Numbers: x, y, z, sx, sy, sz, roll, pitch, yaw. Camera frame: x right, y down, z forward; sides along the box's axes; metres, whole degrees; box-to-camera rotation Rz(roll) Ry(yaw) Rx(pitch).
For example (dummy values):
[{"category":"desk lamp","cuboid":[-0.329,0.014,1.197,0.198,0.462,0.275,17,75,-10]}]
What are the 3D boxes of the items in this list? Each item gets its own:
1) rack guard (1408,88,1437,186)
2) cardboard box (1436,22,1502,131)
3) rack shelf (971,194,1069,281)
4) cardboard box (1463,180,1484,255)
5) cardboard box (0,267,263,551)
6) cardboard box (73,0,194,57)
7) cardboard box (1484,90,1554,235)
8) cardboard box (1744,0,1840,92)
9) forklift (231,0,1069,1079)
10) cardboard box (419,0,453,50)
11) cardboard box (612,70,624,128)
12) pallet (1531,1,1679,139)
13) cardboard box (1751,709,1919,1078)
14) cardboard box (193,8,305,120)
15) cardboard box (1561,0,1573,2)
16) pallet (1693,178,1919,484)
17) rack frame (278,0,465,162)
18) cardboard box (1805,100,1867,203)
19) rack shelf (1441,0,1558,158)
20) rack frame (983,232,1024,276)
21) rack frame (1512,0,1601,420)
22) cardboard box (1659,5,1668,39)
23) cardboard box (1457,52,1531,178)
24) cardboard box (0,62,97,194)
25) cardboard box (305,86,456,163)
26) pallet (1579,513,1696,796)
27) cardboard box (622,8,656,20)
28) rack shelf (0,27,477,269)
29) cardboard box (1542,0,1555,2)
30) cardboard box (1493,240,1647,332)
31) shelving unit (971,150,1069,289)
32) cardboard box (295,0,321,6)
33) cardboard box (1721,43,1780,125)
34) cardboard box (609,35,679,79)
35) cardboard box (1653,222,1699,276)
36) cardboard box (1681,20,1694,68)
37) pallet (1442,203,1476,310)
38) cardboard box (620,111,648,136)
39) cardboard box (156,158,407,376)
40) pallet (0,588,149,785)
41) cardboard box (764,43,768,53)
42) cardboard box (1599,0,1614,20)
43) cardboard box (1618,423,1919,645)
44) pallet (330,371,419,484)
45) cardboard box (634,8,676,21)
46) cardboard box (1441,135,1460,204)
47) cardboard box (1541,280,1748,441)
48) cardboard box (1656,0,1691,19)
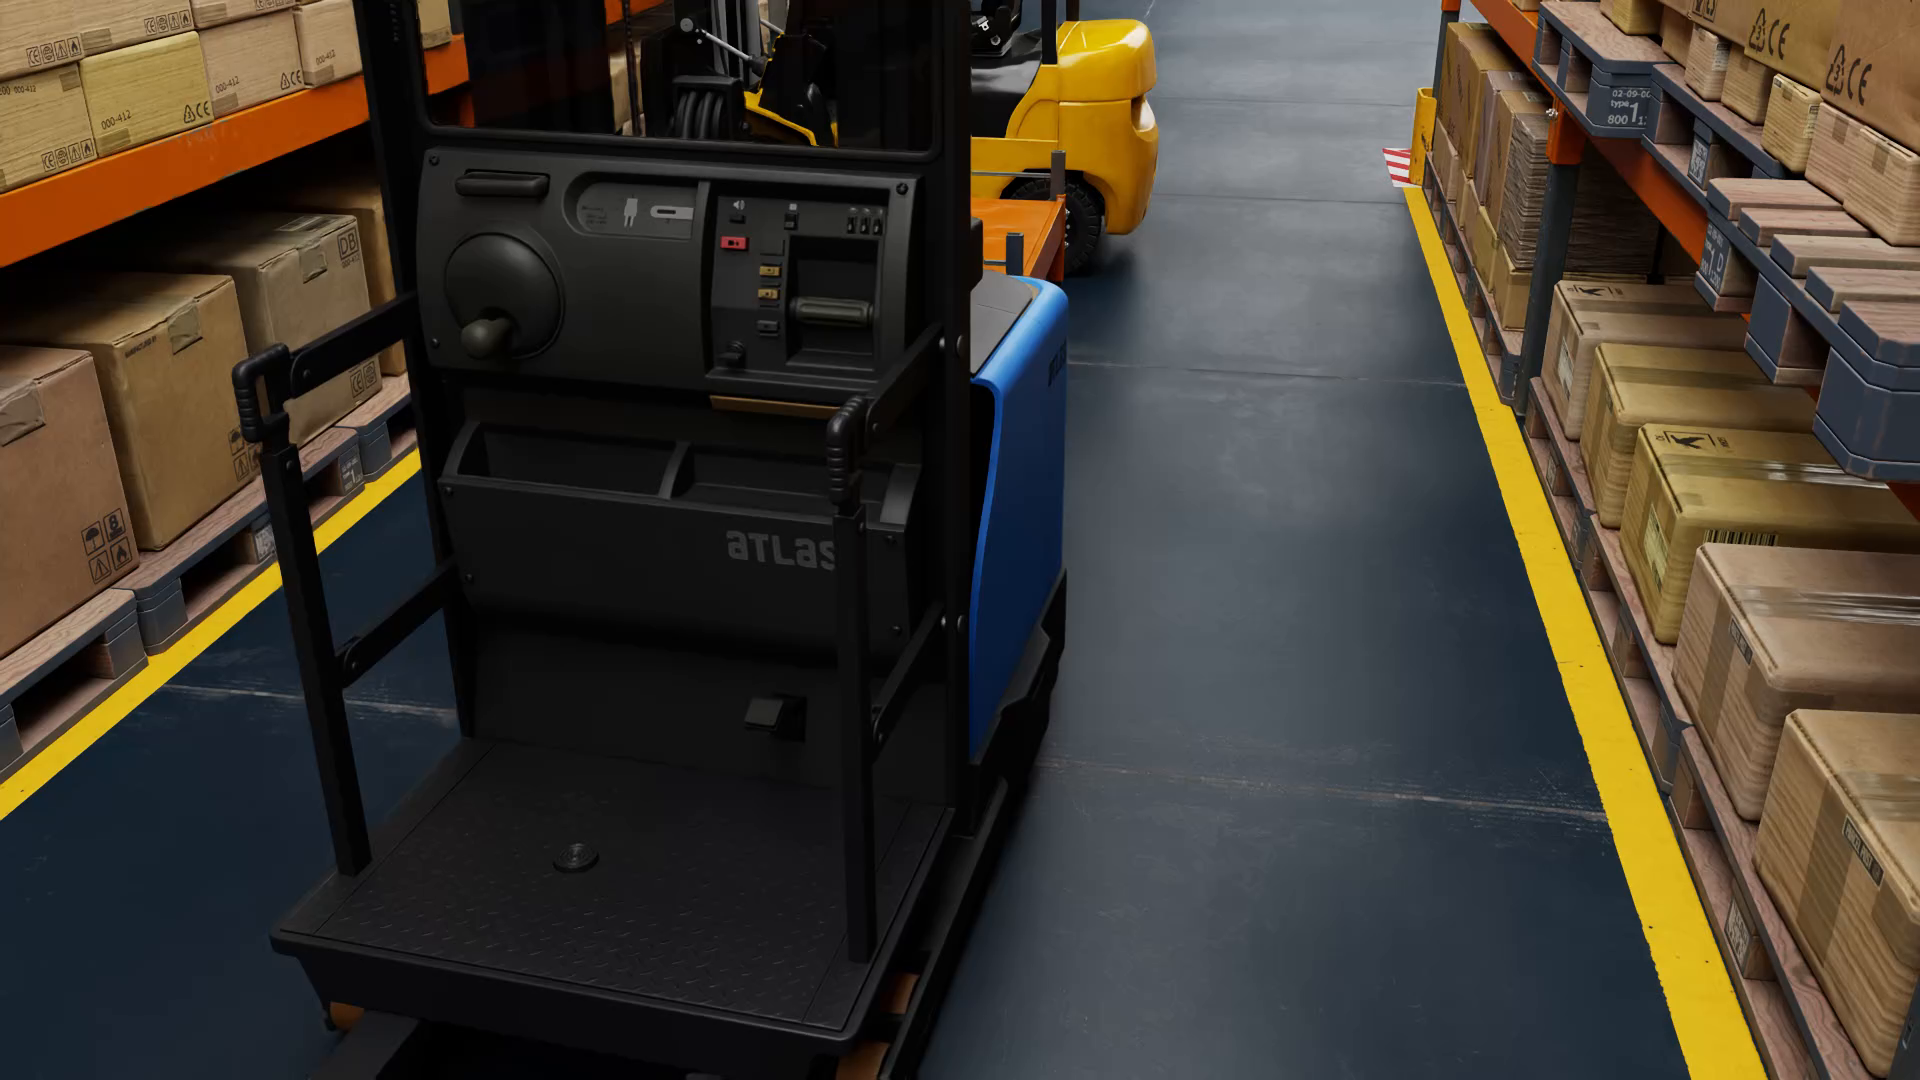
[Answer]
[{"category":"rack guard","cuboid":[3.225,-2.311,9.598,1.175,0.500,0.348,4,25,9]},{"category":"cardboard box","cuboid":[2.829,-2.431,8.770,0.500,0.500,0.500,3,25,7]},{"category":"rack shelf","cuboid":[-0.001,-0.772,4.881,0.538,0.278,1.000,4,25,9]},{"category":"cardboard box","cuboid":[2.580,-1.449,7.555,0.500,0.250,0.500,4,25,9]},{"category":"cardboard box","cuboid":[-2.643,-0.402,4.876,0.875,0.625,0.625,3,25,6]},{"category":"cardboard box","cuboid":[-2.409,-1.441,4.378,0.500,0.250,0.500,4,25,9]},{"category":"cardboard box","cuboid":[2.497,-1.566,6.920,0.500,0.500,0.500,4,25,9]},{"category":"cardboard box","cuboid":[1.885,-1.137,3.177,0.500,0.500,0.500,2,25,5]},{"category":"forklift","cuboid":[-0.581,-0.447,2.749,1.130,2.935,3.031,6,26,13]},{"category":"cardboard box","cuboid":[-2.138,-1.848,5.836,0.500,0.250,0.500,5,25,10]},{"category":"cardboard box","cuboid":[-1.832,-1.936,7.416,0.500,0.250,0.500,4,25,9]},{"category":"pallet","cuboid":[2.315,-1.406,4.941,1.003,0.211,1.213,4,25,9]},{"category":"cardboard box","cuboid":[2.032,0.635,2.959,0.950,0.372,0.625,2,25,5]},{"category":"cardboard box","cuboid":[-2.326,-1.432,4.947,0.500,0.250,0.500,4,25,9]},{"category":"cardboard box","cuboid":[2.411,-2.185,5.912,0.500,0.500,0.500,3,25,7]},{"category":"pallet","cuboid":[1.941,-0.348,2.681,1.213,0.211,1.003,4,25,9]},{"category":"rack frame","cuboid":[-2.314,-2.145,6.293,1.000,3.000,0.127,4,25,9]},{"category":"cardboard box","cuboid":[1.770,-0.689,2.986,0.380,0.149,0.250,3,25,6]},{"category":"rack shelf","cuboid":[2.911,-2.313,7.502,1.077,0.370,4.000,4,25,9]},{"category":"rack frame","cuboid":[-0.084,-0.294,4.551,0.500,1.125,0.032,4,25,9]},{"category":"rack frame","cuboid":[2.584,-1.802,5.562,1.000,3.000,0.127,4,25,9]},{"category":"cardboard box","cuboid":[2.161,-1.442,4.593,0.380,0.149,0.250,6,26,12]},{"category":"cardboard box","cuboid":[2.658,-2.003,7.855,0.500,0.500,0.500,5,25,10]},{"category":"cardboard box","cuboid":[-2.490,-0.998,4.021,0.500,0.250,0.500,3,25,7]},{"category":"cardboard box","cuboid":[-2.424,-1.762,7.044,0.500,0.250,0.500,5,25,10]},{"category":"pallet","cuboid":[2.261,0.298,4.364,1.003,0.211,1.213,4,25,9]},{"category":"cardboard box","cuboid":[-2.004,-2.818,9.301,0.500,0.250,0.500,4,25,9]},{"category":"rack shelf","cuboid":[-2.641,-0.982,4.659,1.077,0.370,4.000,4,25,9]},{"category":"cardboard box","cuboid":[2.369,-1.949,6.171,0.380,0.149,0.250,5,25,10]},{"category":"cardboard box","cuboid":[2.415,-1.013,6.624,0.500,0.250,0.500,5,26,11]},{"category":"shelving unit","cuboid":[-0.001,-0.507,5.005,0.538,1.125,1.048,4,25,9]},{"category":"cardboard box","cuboid":[-2.219,-1.864,5.282,0.500,0.250,0.500,3,25,7]},{"category":"cardboard box","cuboid":[1.927,-1.013,3.676,0.380,0.149,0.250,3,25,7]},{"category":"cardboard box","cuboid":[-1.668,-2.364,8.331,0.500,0.250,0.500,4,25,7]},{"category":"cardboard box","cuboid":[2.946,-1.315,6.384,0.500,0.500,0.500,5,26,11]},{"category":"cardboard box","cuboid":[2.036,-1.234,4.148,0.380,0.149,0.250,4,25,9]},{"category":"pallet","cuboid":[2.856,-1.334,7.852,1.003,0.211,1.213,4,25,9]},{"category":"cardboard box","cuboid":[-1.756,-1.917,7.966,0.500,0.250,0.500,4,25,8]},{"category":"cardboard box","cuboid":[-2.388,-1.040,6.240,0.875,0.625,0.625,5,26,11]},{"category":"pallet","cuboid":[-2.795,0.450,4.040,1.003,0.211,1.213,4,25,9]},{"category":"cardboard box","cuboid":[-1.431,-2.764,9.774,0.500,0.250,0.500,4,25,8]},{"category":"cardboard box","cuboid":[2.182,-1.669,5.079,0.380,0.149,0.250,4,25,9]},{"category":"cardboard box","cuboid":[2.274,0.009,4.297,0.950,0.372,0.625,5,26,10]},{"category":"pallet","cuboid":[-2.396,-0.571,6.220,1.003,0.211,1.213,4,25,9]},{"category":"cardboard box","cuboid":[-1.505,-2.787,9.235,0.500,0.250,0.500,4,25,9]},{"category":"cardboard box","cuboid":[2.742,-1.889,8.495,0.500,0.250,0.500,5,26,10]},{"category":"cardboard box","cuboid":[2.500,-0.583,5.561,0.950,0.372,0.625,4,25,9]},{"category":"cardboard box","cuboid":[2.049,-1.581,4.125,0.500,0.500,0.500,4,25,8]}]
